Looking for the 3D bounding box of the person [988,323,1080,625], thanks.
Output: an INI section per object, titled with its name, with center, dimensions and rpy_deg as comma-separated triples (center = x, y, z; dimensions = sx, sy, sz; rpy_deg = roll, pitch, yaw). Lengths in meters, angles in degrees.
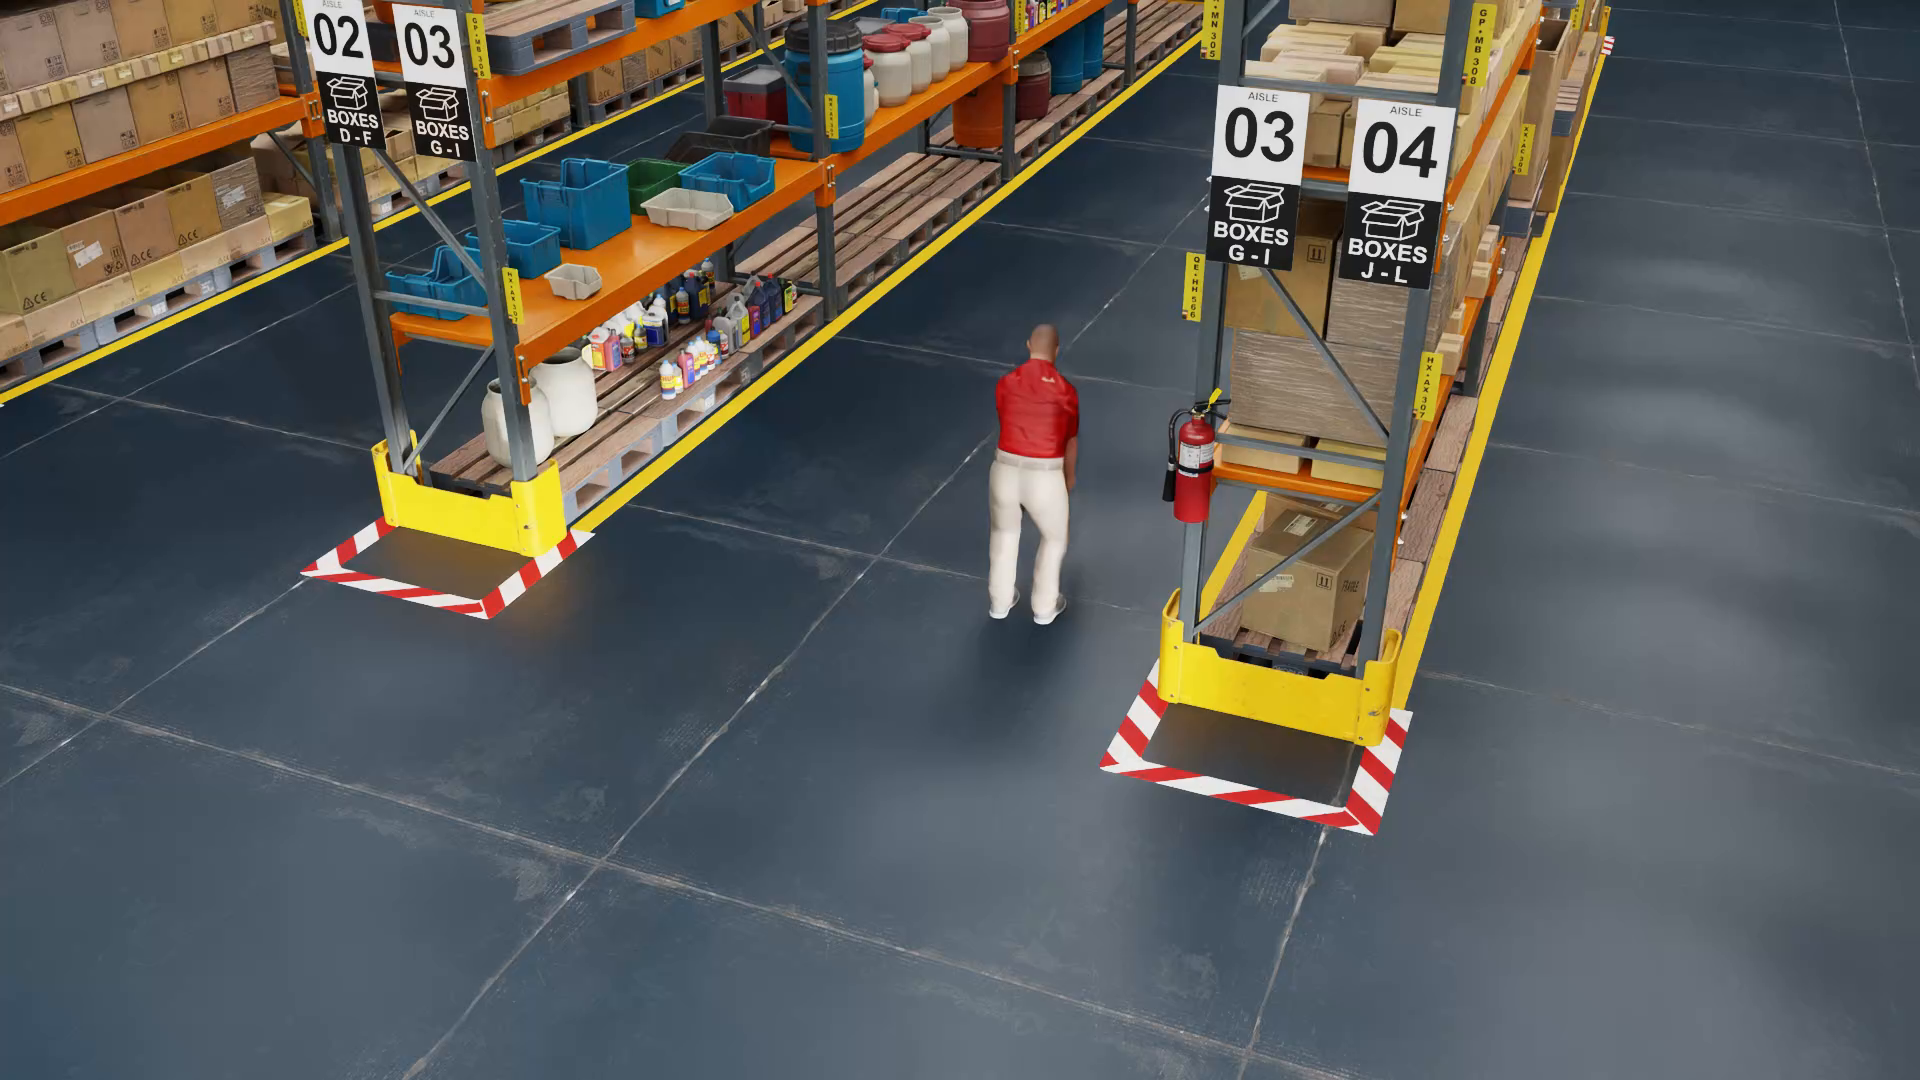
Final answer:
[person]
center = 0.393, -0.345, 9.110
dimensions = 0.469, 1.656, 0.602
rpy_deg = 11, 31, 18
